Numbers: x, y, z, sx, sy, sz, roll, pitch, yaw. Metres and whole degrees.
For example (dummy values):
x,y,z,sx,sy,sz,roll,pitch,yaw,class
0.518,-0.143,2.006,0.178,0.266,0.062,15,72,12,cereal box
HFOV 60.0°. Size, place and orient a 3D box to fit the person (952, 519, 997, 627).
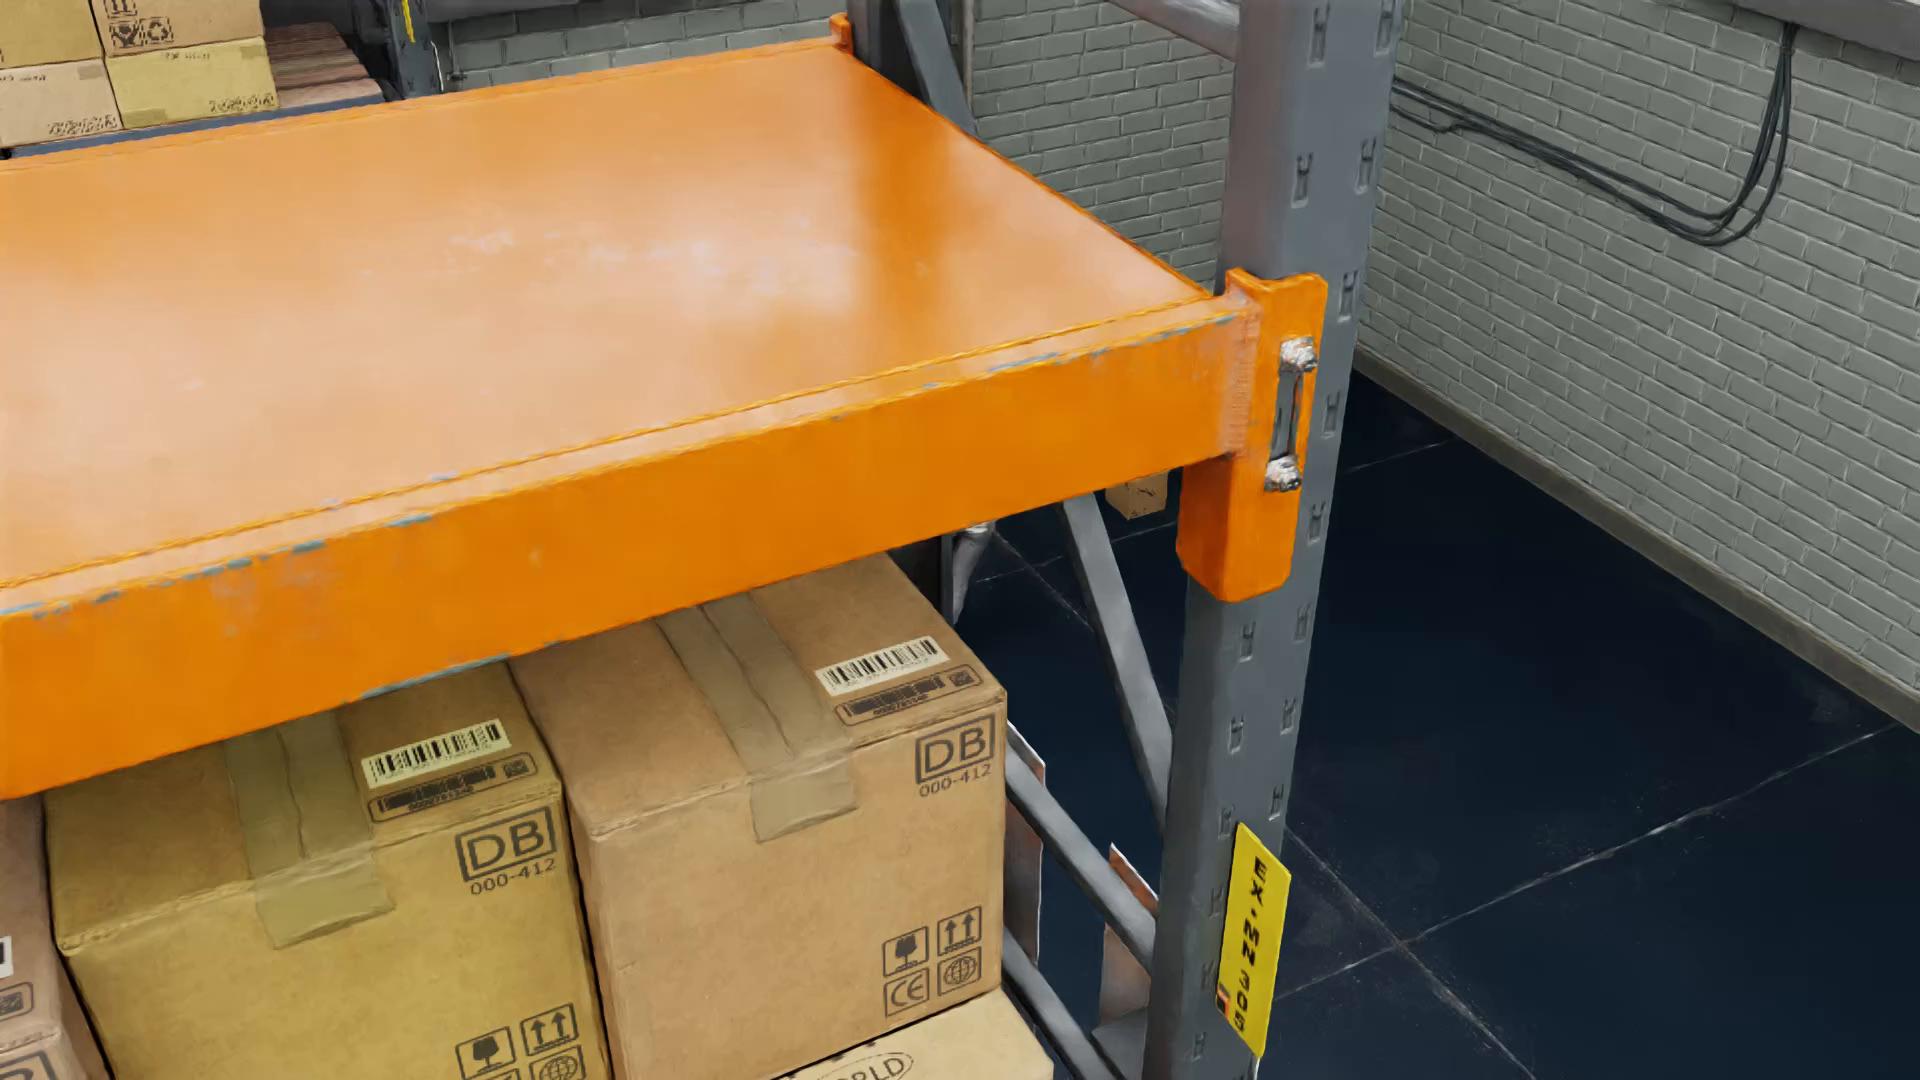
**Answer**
x,y,z,sx,sy,sz,roll,pitch,yaw,class
-0.046,-0.087,7.755,0.613,1.551,0.450,-5,34,-8,person
